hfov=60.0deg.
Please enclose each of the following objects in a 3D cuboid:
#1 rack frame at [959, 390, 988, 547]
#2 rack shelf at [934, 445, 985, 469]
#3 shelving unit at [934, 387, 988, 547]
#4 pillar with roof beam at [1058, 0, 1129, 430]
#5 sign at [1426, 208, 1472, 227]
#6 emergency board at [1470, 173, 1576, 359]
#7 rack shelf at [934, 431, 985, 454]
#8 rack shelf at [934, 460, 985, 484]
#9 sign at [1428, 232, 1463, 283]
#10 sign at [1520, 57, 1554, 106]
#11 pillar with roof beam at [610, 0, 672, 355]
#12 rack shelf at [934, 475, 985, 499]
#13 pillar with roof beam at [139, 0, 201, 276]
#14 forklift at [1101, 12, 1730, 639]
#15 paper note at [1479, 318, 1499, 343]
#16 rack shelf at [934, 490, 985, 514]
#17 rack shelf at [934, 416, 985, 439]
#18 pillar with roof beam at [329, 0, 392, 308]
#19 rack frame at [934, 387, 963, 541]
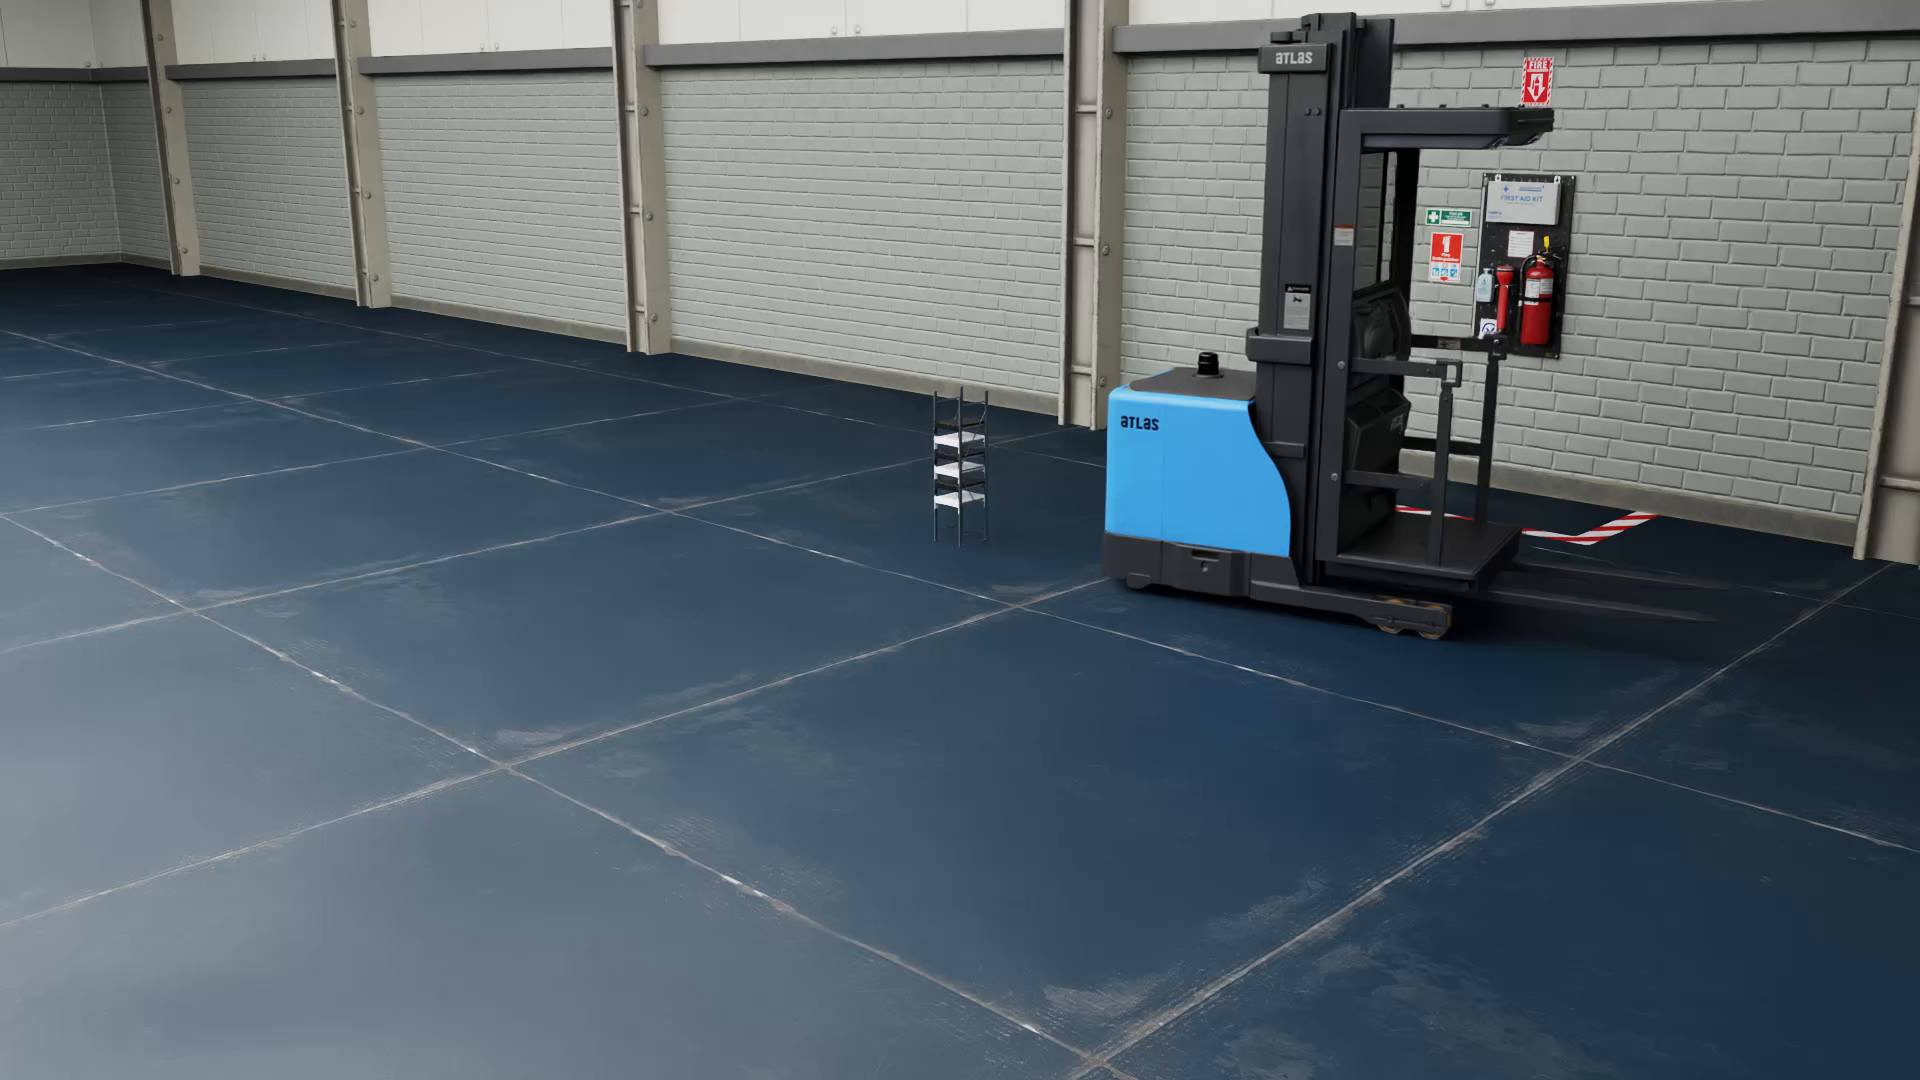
[{"bbox_3d":[0.079,-0.416,9.745,0.006,0.900,0.240,14,20,42],"label":"rack frame"},{"bbox_3d":[0.006,-0.489,9.799,0.200,0.077,0.258,14,20,42],"label":"rack shelf"},{"bbox_3d":[0.006,-0.434,9.813,0.210,0.900,0.258,14,20,42],"label":"shelving unit"},{"bbox_3d":[-1.942,-4.512,9.403,0.400,9.000,9.100,14,20,42],"label":"pillar with roof beam"},{"bbox_3d":[3.284,-2.167,11.177,0.331,0.109,0.001,14,20,42],"label":"sign"},{"bbox_3d":[3.613,-1.780,10.815,0.643,1.169,0.194,14,20,42],"label":"emergency board"},{"bbox_3d":[0.006,-0.576,9.776,0.200,0.077,0.258,14,20,42],"label":"rack shelf"},{"bbox_3d":[0.006,-0.402,9.822,0.200,0.077,0.258,14,20,42],"label":"rack shelf"},{"bbox_3d":[3.287,-1.913,11.253,0.234,0.329,0.001,14,20,42],"label":"sign"},{"bbox_3d":[3.676,-2.921,10.597,0.199,0.298,0.001,14,20,42],"label":"sign"},{"bbox_3d":[-6.261,-5.562,13.433,0.400,9.000,9.100,14,20,42],"label":"pillar with roof beam"},{"bbox_3d":[0.006,-0.315,9.844,0.200,0.077,0.258,14,20,42],"label":"rack shelf"},{"bbox_3d":[-14.900,-7.663,21.493,0.400,9.000,9.100,14,20,42],"label":"pillar with roof beam"},{"bbox_3d":[2.301,-1.089,8.297,3.031,2.935,1.130,8,17,28],"label":"forklift"},{"bbox_3d":[3.533,-1.397,11.093,0.142,0.148,0.016,14,20,42],"label":"paper note"},{"bbox_3d":[0.006,-0.228,9.867,0.200,0.077,0.258,14,20,42],"label":"rack shelf"},{"bbox_3d":[0.006,-0.663,9.753,0.200,0.077,0.258,14,20,42],"label":"rack shelf"},{"bbox_3d":[-10.580,-6.612,17.463,0.400,9.000,9.100,14,20,42],"label":"pillar with roof beam"},{"bbox_3d":[-0.067,-0.452,9.881,0.006,0.900,0.240,14,20,42],"label":"rack frame"}]
